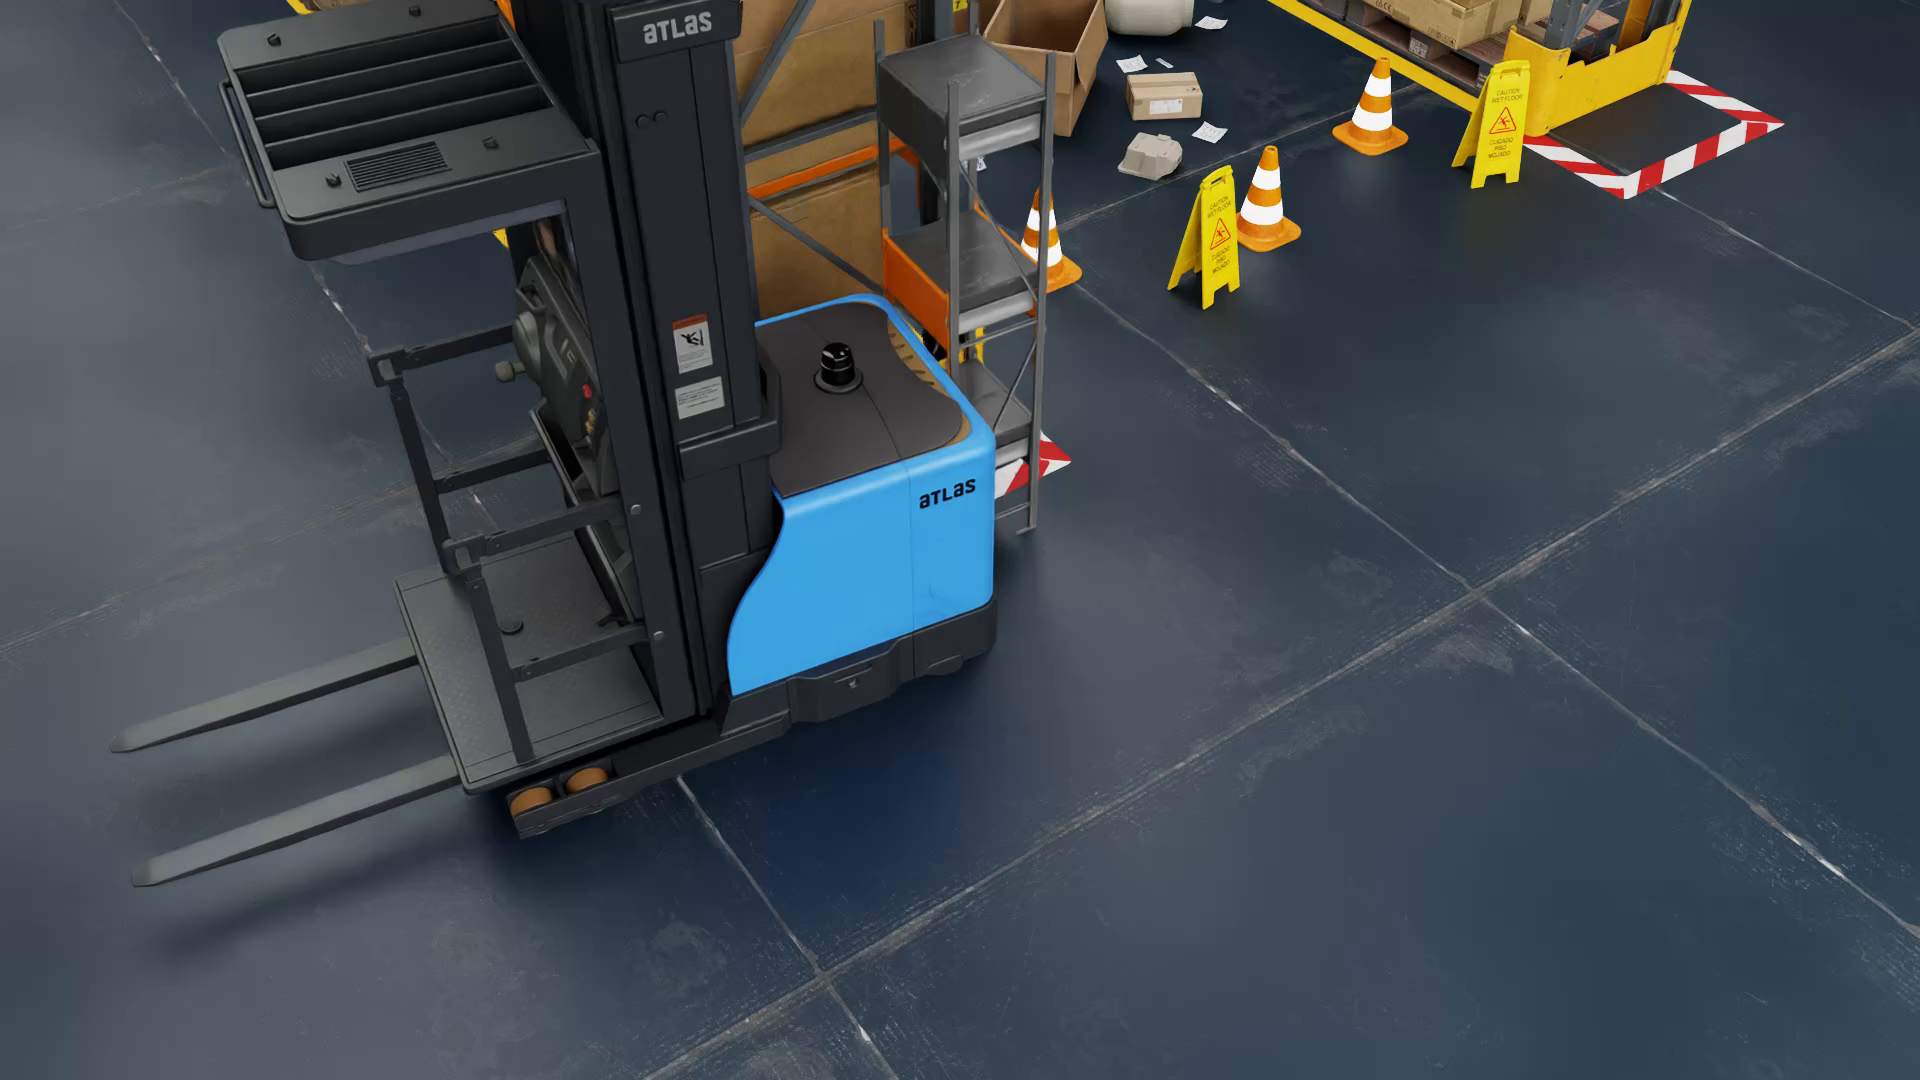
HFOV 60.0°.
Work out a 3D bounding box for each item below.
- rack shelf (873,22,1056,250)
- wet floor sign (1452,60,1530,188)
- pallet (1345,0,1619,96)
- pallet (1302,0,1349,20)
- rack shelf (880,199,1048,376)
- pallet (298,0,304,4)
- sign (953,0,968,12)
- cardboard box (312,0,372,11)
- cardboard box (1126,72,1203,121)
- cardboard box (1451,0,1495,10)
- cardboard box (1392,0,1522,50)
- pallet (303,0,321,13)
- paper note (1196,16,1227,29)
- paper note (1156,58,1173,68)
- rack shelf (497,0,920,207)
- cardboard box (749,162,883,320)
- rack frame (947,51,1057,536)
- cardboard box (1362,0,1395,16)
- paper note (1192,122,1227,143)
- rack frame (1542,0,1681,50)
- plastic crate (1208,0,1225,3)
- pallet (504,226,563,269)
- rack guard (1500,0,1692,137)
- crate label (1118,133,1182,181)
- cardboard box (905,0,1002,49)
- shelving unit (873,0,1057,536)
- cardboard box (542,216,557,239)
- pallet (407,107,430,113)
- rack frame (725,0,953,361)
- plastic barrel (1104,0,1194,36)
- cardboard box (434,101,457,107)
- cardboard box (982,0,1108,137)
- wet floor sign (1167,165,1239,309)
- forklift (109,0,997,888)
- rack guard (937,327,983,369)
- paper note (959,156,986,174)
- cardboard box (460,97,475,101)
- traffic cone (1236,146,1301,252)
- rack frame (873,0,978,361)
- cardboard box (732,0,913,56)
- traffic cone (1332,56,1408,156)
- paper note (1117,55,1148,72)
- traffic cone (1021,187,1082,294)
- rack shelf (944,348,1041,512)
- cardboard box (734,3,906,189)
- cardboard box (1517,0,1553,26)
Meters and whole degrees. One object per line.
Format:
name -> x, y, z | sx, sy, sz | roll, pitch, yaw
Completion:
rack shelf -> 0.012, -1.383, 5.684 | 0.431, 0.518, 0.480 | -22, 48, -22
wet floor sign -> 2.766, -2.165, 8.550 | 0.267, 0.644, 0.232 | -10, 45, -11
pallet -> 3.056, -3.055, 9.798 | 1.003, 0.211, 1.213 | -26, 49, -24
pallet -> 2.362, -3.746, 10.521 | 1.003, 0.211, 1.213 | -26, 49, -24
rack shelf -> 0.011, -0.877, 6.168 | 0.431, 0.518, 0.480 | -22, 48, -22
pallet -> -3.961, -3.890, 10.672 | 1.003, 0.211, 1.213 | -26, 49, -24
sign -> -0.009, -2.092, 6.085 | 0.100, 0.325, 0.005 | -26, 49, -24
cardboard box -> -3.185, -3.454, 9.521 | 1.050, 0.750, 0.750 | -26, 49, -25
cardboard box -> 1.129, -2.460, 9.219 | 0.380, 0.149, 0.250 | -3, 44, -4
cardboard box -> 2.863, -3.326, 9.206 | 0.500, 0.500, 0.500 | -25, 49, -24
cardboard box -> 2.838, -3.069, 9.480 | 0.500, 0.250, 0.500 | -26, 49, -25
pallet -> -3.259, -3.198, 9.947 | 1.003, 0.211, 1.213 | -26, 49, -24
paper note -> 1.511, -3.107, 9.982 | 0.148, 0.019, 0.142 | 26, 49, 25
paper note -> 1.184, -2.765, 9.639 | 0.032, 0.001, 0.123 | -26, 49, -24
rack shelf -> -1.611, -2.407, 7.620 | 1.077, 0.370, 4.000 | -26, 49, -24
cardboard box -> -0.909, -1.275, 7.148 | 0.875, 0.875, 0.875 | -25, 49, -24
rack frame -> 0.136, -0.742, 6.007 | 0.400, 2.100, 0.015 | -22, 48, -22
cardboard box -> 2.562, -3.352, 9.776 | 0.500, 0.250, 0.500 | -26, 49, -24
paper note -> 1.361, -2.222, 9.055 | 0.142, 0.019, 0.148 | 26, 49, 25
rack frame -> 3.535, -3.547, 8.293 | 1.000, 3.000, 0.127 | -26, 49, -24
plastic crate -> 1.472, -3.543, 10.403 | 0.583, 0.080, 0.402 | 26, 49, 25
pallet -> -1.683, -1.638, 8.313 | 1.003, 0.211, 1.213 | -26, 49, -24
rack guard -> 3.491, -2.686, 9.201 | 1.175, 0.500, 0.348 | -26, 49, -24
crate label -> 1.014, -2.035, 8.782 | 0.298, 0.136, 0.250 | 18, 47, 18
cardboard box -> -0.088, -3.214, 9.654 | 0.797, 0.637, 0.503 | -26, 49, -24
shelving unit -> 0.011, -0.887, 6.158 | 0.431, 2.100, 0.503 | -22, 48, -22
cardboard box -> -1.415, -1.773, 7.669 | 0.875, 0.875, 0.875 | -26, 50, -25
pallet -> -2.385, -2.329, 9.037 | 1.003, 0.211, 1.213 | -26, 49, -24
rack frame -> -0.467, -1.534, 6.185 | 1.000, 3.000, 0.127 | -26, 49, -24
plastic barrel -> 1.111, -3.187, 9.781 | 0.512, 0.421, 0.421 | 4, 44, 4
cardboard box -> -2.453, -2.799, 8.744 | 0.875, 0.875, 0.875 | -25, 49, -24
cardboard box -> 0.454, -2.638, 9.149 | 0.637, 0.503, 0.797 | 11, 45, 11
wet floor sign -> 1.173, -1.448, 7.800 | 0.267, 0.644, 0.232 | -35, 53, -31
forklift -> -1.417, -0.471, 5.121 | 3.031, 2.935, 1.130 | -19, 47, -19
rack guard -> -0.454, -0.616, 7.034 | 1.175, 0.500, 0.348 | -26, 49, -24
paper note -> 0.052, -1.995, 8.819 | 0.144, 0.017, 0.142 | -10, 45, -11
cardboard box -> -1.934, -2.290, 8.211 | 0.875, 0.875, 0.875 | -25, 49, -24
traffic cone -> 1.515, -1.732, 8.229 | 0.336, 0.463, 0.334 | -26, 49, -24
rack frame -> -0.113, -1.032, 6.310 | 0.400, 2.100, 0.015 | -22, 48, -22
cardboard box -> -0.648, -2.204, 5.996 | 0.875, 0.550, 0.550 | -26, 49, -24
traffic cone -> 2.231, -2.363, 8.890 | 0.336, 0.463, 0.334 | -26, 49, -24
paper note -> 0.999, -2.758, 9.625 | 0.148, 0.019, 0.142 | -10, 45, -11
traffic cone -> 0.394, -1.478, 7.963 | 0.336, 0.463, 0.334 | -26, 49, -24
rack shelf -> 0.011, -0.371, 6.651 | 0.431, 0.518, 0.480 | -22, 48, -22
cardboard box -> -0.717, -1.781, 6.334 | 0.875, 0.550, 0.550 | -26, 49, -24
cardboard box -> 3.300, -3.270, 9.690 | 0.500, 0.250, 0.500 | -26, 49, -25
